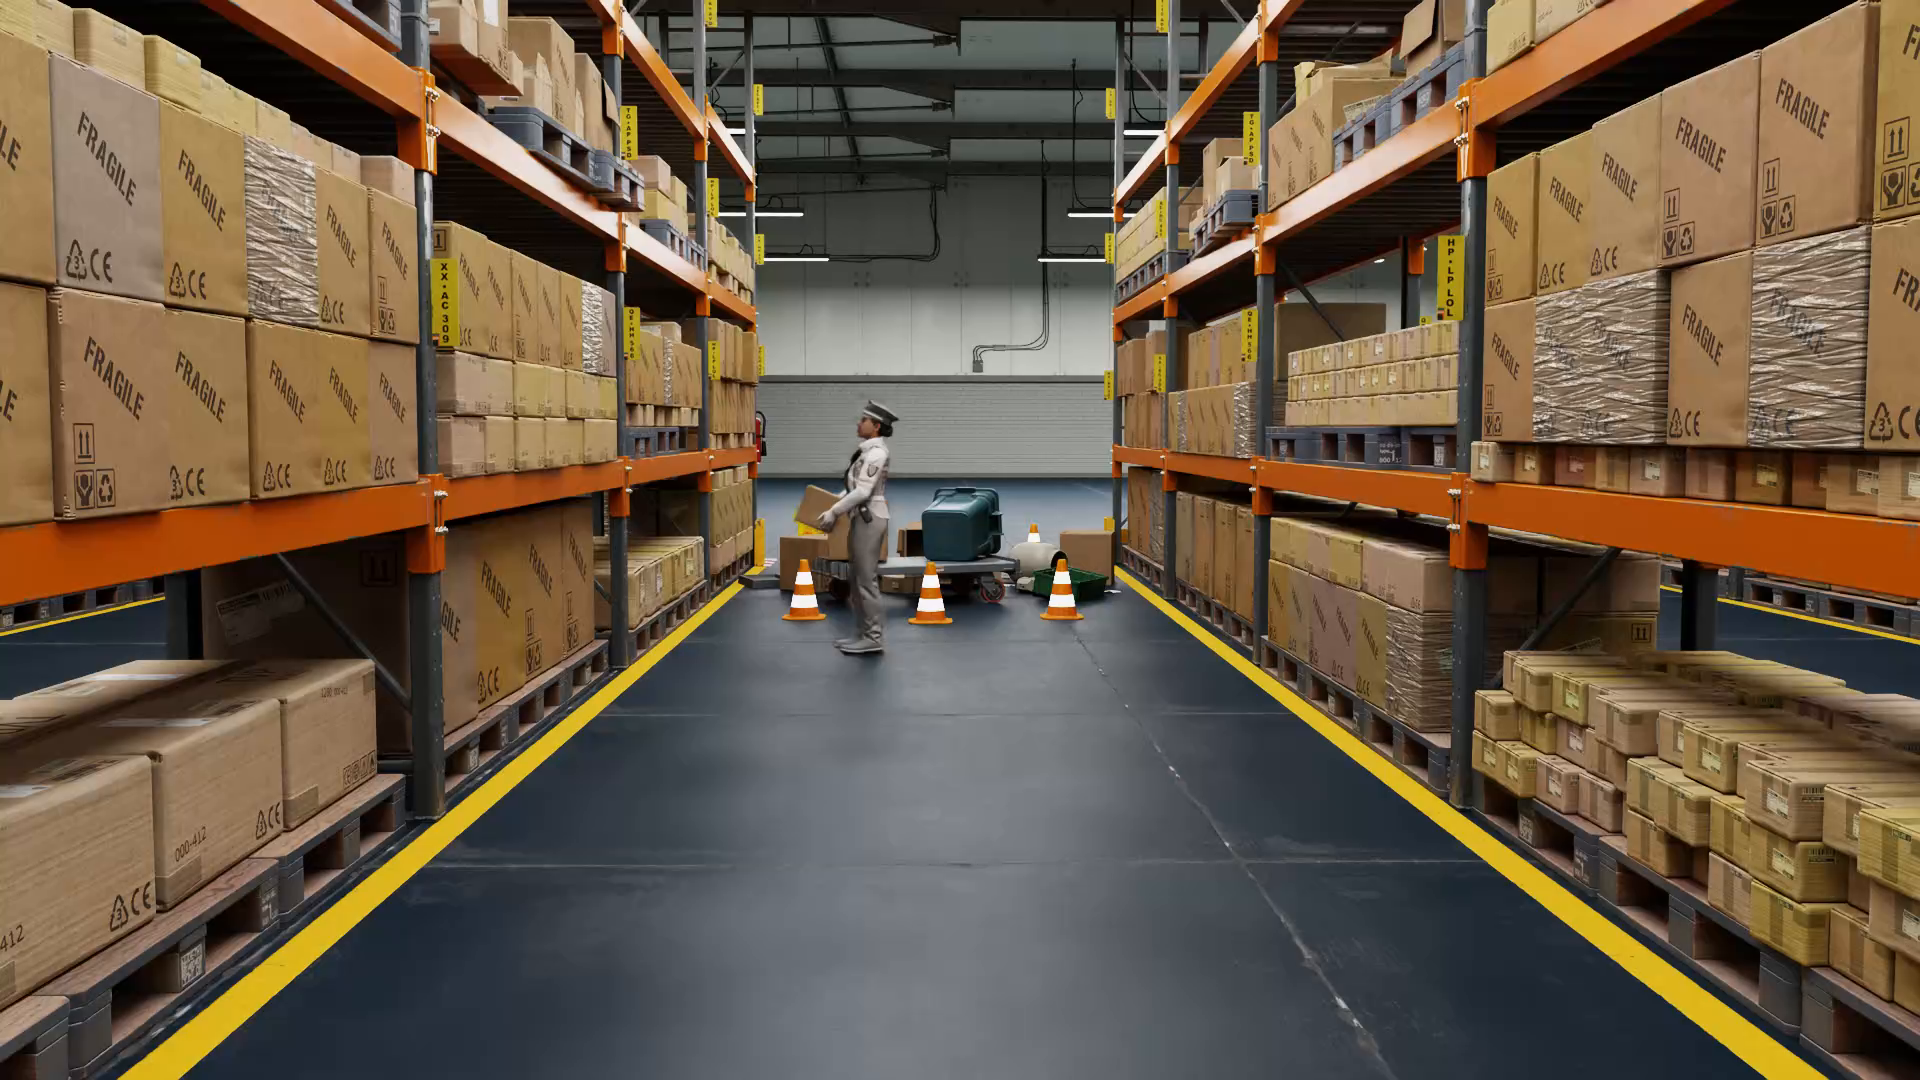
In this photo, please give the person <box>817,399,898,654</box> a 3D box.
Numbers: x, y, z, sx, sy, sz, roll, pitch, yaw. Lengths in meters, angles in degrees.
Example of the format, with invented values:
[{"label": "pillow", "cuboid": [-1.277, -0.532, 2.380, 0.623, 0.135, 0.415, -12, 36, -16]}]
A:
[{"label": "person", "cuboid": [-0.688, -0.096, 11.133, 0.548, 1.698, 0.480, -1, 4, -8]}]
